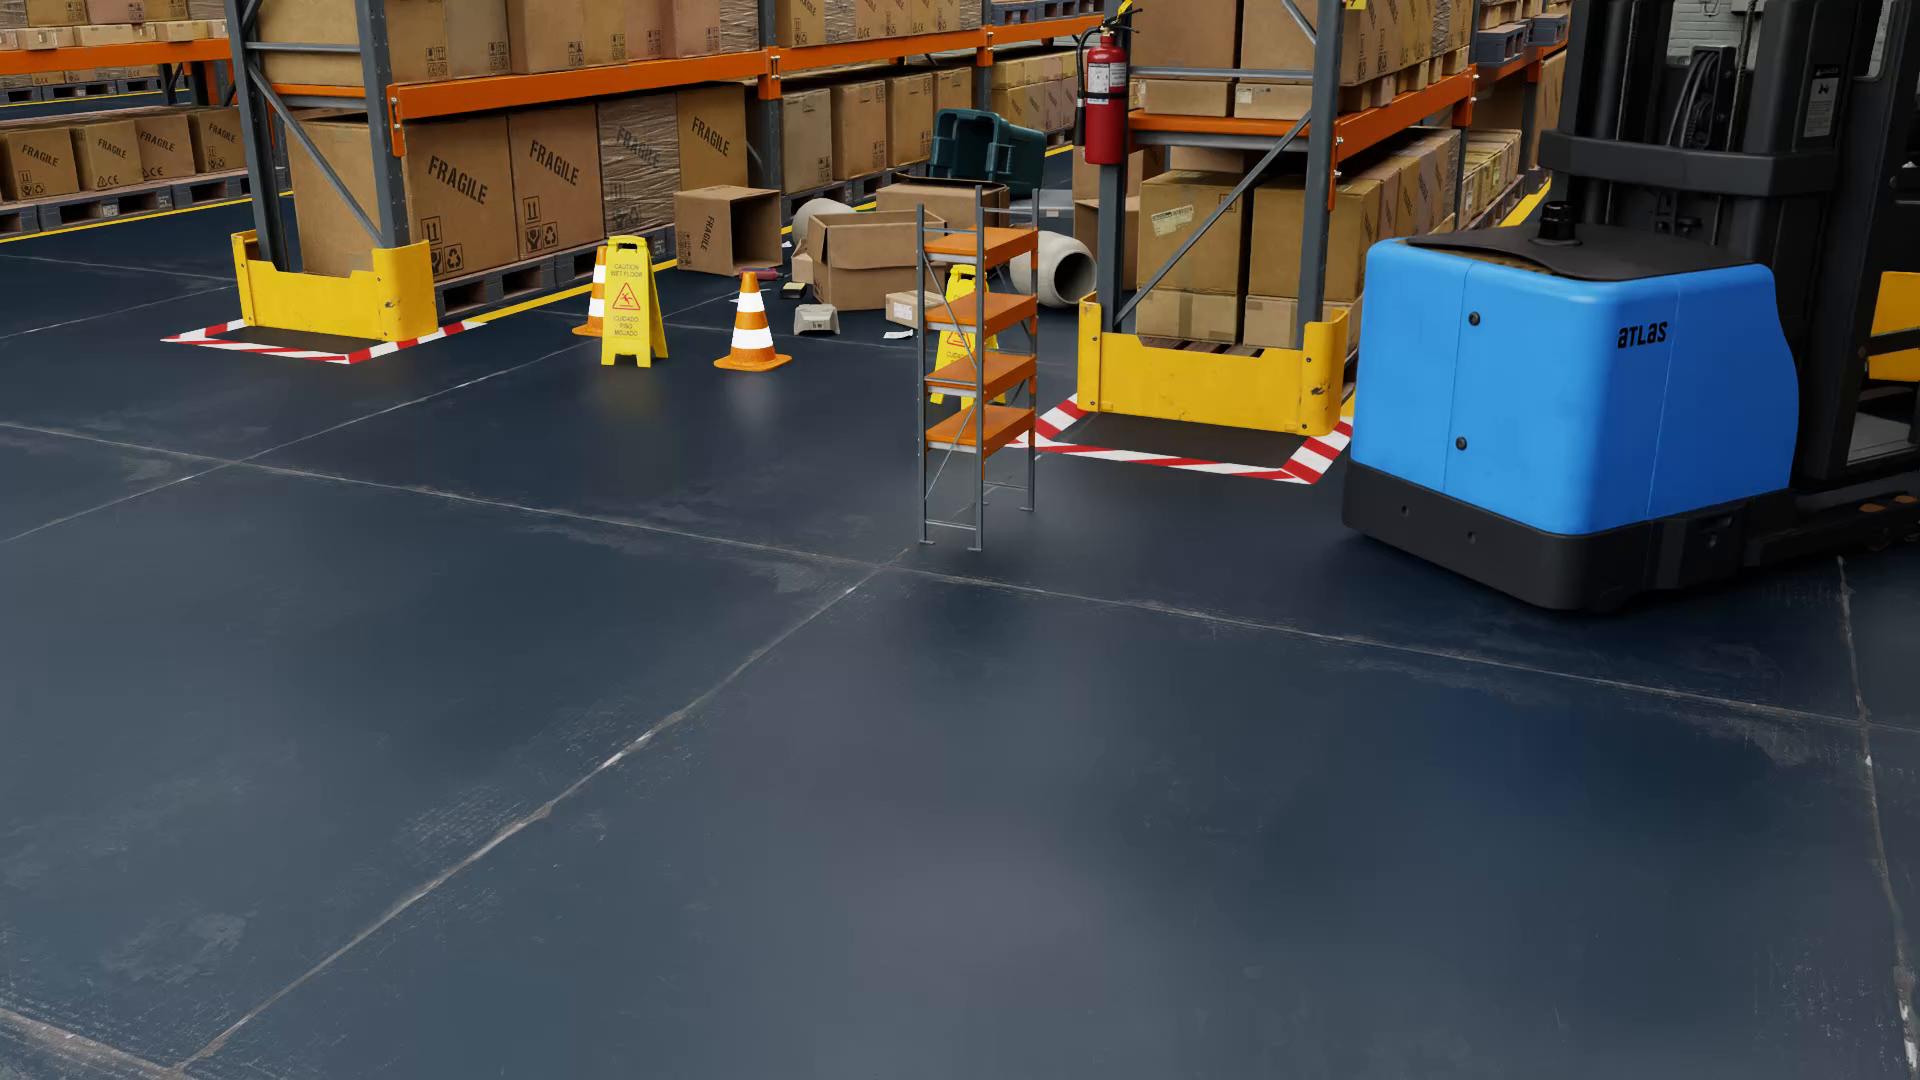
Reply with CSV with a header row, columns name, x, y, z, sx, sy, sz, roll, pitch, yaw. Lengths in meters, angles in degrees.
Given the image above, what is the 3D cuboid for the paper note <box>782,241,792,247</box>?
name,x,y,z,sx,sy,sz,roll,pitch,yaw
paper note,-1.725,-4.195,17.449,2.542,0.211,11.881,-5,20,-15

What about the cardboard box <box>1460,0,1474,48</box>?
name,x,y,z,sx,sy,sz,roll,pitch,yaw
cardboard box,2.775,-3.206,9.913,0.500,0.500,0.500,8,21,21

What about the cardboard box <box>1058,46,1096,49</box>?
name,x,y,z,sx,sy,sz,roll,pitch,yaw
cardboard box,1.375,-5.393,18.643,0.500,0.250,0.500,8,21,21

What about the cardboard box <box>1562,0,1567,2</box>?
name,x,y,z,sx,sy,sz,roll,pitch,yaw
cardboard box,5.229,-5.006,15.045,0.500,0.250,0.500,8,21,22

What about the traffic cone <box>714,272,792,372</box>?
name,x,y,z,sx,sy,sz,roll,pitch,yaw
traffic cone,-1.060,-1.127,8.448,0.336,0.463,0.334,9,21,23

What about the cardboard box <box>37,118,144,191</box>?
name,x,y,z,sx,sy,sz,roll,pitch,yaw
cardboard box,-6.921,-3.075,13.242,0.500,0.500,0.500,7,21,18

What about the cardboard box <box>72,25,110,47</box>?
name,x,y,z,sx,sy,sz,roll,pitch,yaw
cardboard box,-6.758,-3.867,12.742,0.380,0.149,0.250,9,21,23

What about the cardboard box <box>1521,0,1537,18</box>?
name,x,y,z,sx,sy,sz,roll,pitch,yaw
cardboard box,4.132,-4.021,12.548,0.380,0.149,0.250,9,21,24

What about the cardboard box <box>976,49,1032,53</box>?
name,x,y,z,sx,sy,sz,roll,pitch,yaw
cardboard box,0.477,-5.148,17.952,0.500,0.250,0.500,9,22,25

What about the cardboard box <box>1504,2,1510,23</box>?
name,x,y,z,sx,sy,sz,roll,pitch,yaw
cardboard box,-7.102,-6.186,18.263,25.827,0.500,3.771,9,21,24

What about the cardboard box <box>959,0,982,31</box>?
name,x,y,z,sx,sy,sz,roll,pitch,yaw
cardboard box,-0.129,-4.932,15.212,0.500,0.500,0.500,9,21,23

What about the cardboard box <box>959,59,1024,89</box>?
name,x,y,z,sx,sy,sz,roll,pitch,yaw
cardboard box,0.314,-4.611,16.441,0.500,0.250,0.500,8,21,20

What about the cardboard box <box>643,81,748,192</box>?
name,x,y,z,sx,sy,sz,roll,pitch,yaw
cardboard box,-2.148,-2.851,12.053,0.875,0.875,0.875,9,21,24

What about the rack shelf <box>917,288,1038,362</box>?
name,x,y,z,sx,sy,sz,roll,pitch,yaw
rack shelf,0.068,-0.763,5.858,0.258,0.148,0.480,9,21,23

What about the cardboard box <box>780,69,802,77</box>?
name,x,y,z,sx,sy,sz,roll,pitch,yaw
cardboard box,-2.692,-6.381,21.980,0.875,0.875,0.875,9,21,23

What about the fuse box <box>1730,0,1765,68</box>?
name,x,y,z,sx,sy,sz,roll,pitch,yaw
fuse box,11.789,-7.644,24.909,0.539,1.711,0.414,9,21,23

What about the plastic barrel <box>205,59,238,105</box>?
name,x,y,z,sx,sy,sz,roll,pitch,yaw
plastic barrel,-9.007,-5.778,20.351,0.600,0.830,0.708,9,21,23

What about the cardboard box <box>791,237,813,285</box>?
name,x,y,z,sx,sy,sz,roll,pitch,yaw
cardboard box,-0.851,-1.771,10.551,0.396,0.266,0.258,13,23,32

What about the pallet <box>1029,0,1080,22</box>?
name,x,y,z,sx,sy,sz,roll,pitch,yaw
pallet,0.584,-5.580,17.469,1.003,0.211,1.213,9,21,23

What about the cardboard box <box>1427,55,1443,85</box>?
name,x,y,z,sx,sy,sz,roll,pitch,yaw
cardboard box,2.464,-2.619,9.232,0.380,0.149,0.250,8,21,22

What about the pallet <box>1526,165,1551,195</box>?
name,x,y,z,sx,sy,sz,roll,pitch,yaw
pallet,4.760,-3.328,15.012,1.003,0.211,1.213,9,21,23

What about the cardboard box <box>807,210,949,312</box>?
name,x,y,z,sx,sy,sz,roll,pitch,yaw
cardboard box,-0.498,-1.674,9.925,0.797,0.503,0.637,-5,20,-15

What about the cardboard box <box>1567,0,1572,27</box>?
name,x,y,z,sx,sy,sz,roll,pitch,yaw
cardboard box,5.619,-5.085,16.013,0.500,0.250,0.500,8,21,21

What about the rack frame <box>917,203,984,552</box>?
name,x,y,z,sx,sy,sz,roll,pitch,yaw
rack frame,-0.032,-0.541,5.700,0.240,1.200,0.015,9,21,23

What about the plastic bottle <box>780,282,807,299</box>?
name,x,y,z,sx,sy,sz,roll,pitch,yaw
plastic bottle,-1.016,-1.535,10.193,0.133,0.061,0.283,1,20,4

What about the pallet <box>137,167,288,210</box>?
name,x,y,z,sx,sy,sz,roll,pitch,yaw
pallet,-6.554,-3.024,14.158,1.003,0.211,1.213,9,21,23

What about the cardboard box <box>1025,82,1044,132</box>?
name,x,y,z,sx,sy,sz,roll,pitch,yaw
cardboard box,0.536,-4.415,17.011,0.500,0.500,0.500,9,21,23

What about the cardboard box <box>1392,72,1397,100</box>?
name,x,y,z,sx,sy,sz,roll,pitch,yaw
cardboard box,1.914,-2.227,8.129,0.380,0.149,0.250,9,22,24

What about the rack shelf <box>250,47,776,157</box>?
name,x,y,z,sx,sy,sz,roll,pitch,yaw
rack shelf,-2.646,-2.887,10.682,1.077,0.370,4.000,9,21,23

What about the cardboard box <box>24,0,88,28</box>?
name,x,y,z,sx,sy,sz,roll,pitch,yaw
cardboard box,-7.144,-4.145,12.553,0.875,0.500,0.500,9,21,23

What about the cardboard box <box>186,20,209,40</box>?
name,x,y,z,sx,sy,sz,roll,pitch,yaw
cardboard box,-6.399,-4.181,13.622,0.380,0.149,0.250,9,21,23

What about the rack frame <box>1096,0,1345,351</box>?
name,x,y,z,sx,sy,sz,roll,pitch,yaw
rack frame,1.092,-1.966,7.020,1.000,3.000,0.127,9,21,23

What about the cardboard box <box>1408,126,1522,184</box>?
name,x,y,z,sx,sy,sz,roll,pitch,yaw
cardboard box,4.128,-3.200,13.784,0.950,0.372,0.625,7,21,19

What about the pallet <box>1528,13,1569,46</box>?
name,x,y,z,sx,sy,sz,roll,pitch,yaw
pallet,4.174,-4.088,13.275,1.213,0.211,1.003,9,21,23

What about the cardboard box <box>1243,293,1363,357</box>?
name,x,y,z,sx,sy,sz,roll,pitch,yaw
cardboard box,1.675,-1.077,7.997,0.500,0.250,0.500,8,21,22

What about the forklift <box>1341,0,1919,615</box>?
name,x,y,z,sx,sy,sz,roll,pitch,yaw
forklift,2.898,-1.485,5.769,3.031,2.935,1.130,-11,22,-28

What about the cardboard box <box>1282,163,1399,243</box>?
name,x,y,z,sx,sy,sz,roll,pitch,yaw
cardboard box,1.894,-1.598,8.343,0.500,0.500,0.500,8,21,21

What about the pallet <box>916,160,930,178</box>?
name,x,y,z,sx,sy,sz,roll,pitch,yaw
pallet,-0.581,-3.515,15.538,1.003,0.211,1.213,9,21,23

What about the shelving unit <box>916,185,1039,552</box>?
name,x,y,z,sx,sy,sz,roll,pitch,yaw
shelving unit,0.068,-0.616,5.910,0.258,1.200,0.503,9,21,23

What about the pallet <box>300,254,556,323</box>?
name,x,y,z,sx,sy,sz,roll,pitch,yaw
pallet,-3.209,-1.555,10.027,1.003,0.211,1.213,9,21,23

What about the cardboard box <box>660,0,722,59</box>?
name,x,y,z,sx,sy,sz,roll,pitch,yaw
cardboard box,-2.172,-3.622,11.453,0.875,0.550,0.550,9,21,23

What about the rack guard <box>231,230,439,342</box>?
name,x,y,z,sx,sy,sz,roll,pitch,yaw
rack guard,-3.475,-1.429,9.241,1.175,0.500,0.348,9,21,23

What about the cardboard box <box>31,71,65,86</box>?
name,x,y,z,sx,sy,sz,roll,pitch,yaw
cardboard box,-12.843,-6.574,23.053,0.500,0.500,0.500,8,21,22

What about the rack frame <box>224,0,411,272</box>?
name,x,y,z,sx,sy,sz,roll,pitch,yaw
rack frame,-3.465,-2.614,8.843,1.000,3.000,0.127,9,21,23

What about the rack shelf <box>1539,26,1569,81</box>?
name,x,y,z,sx,sy,sz,roll,pitch,yaw
rack shelf,5.187,-4.684,15.736,1.077,0.370,4.000,9,21,23

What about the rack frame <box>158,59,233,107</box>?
name,x,y,z,sx,sy,sz,roll,pitch,yaw
rack frame,-9.191,-6.451,19.631,1.000,3.000,0.127,9,21,23

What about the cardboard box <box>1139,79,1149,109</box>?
name,x,y,z,sx,sy,sz,roll,pitch,yaw
cardboard box,1.053,-2.084,7.726,0.380,0.149,0.250,8,21,22

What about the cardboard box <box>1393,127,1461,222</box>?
name,x,y,z,sx,sy,sz,roll,pitch,yaw
cardboard box,2.733,-2.227,10.111,0.500,0.500,0.500,8,21,22

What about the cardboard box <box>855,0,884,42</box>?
name,x,y,z,sx,sy,sz,roll,pitch,yaw
cardboard box,-0.953,-4.315,13.476,0.500,0.500,0.500,8,21,22
